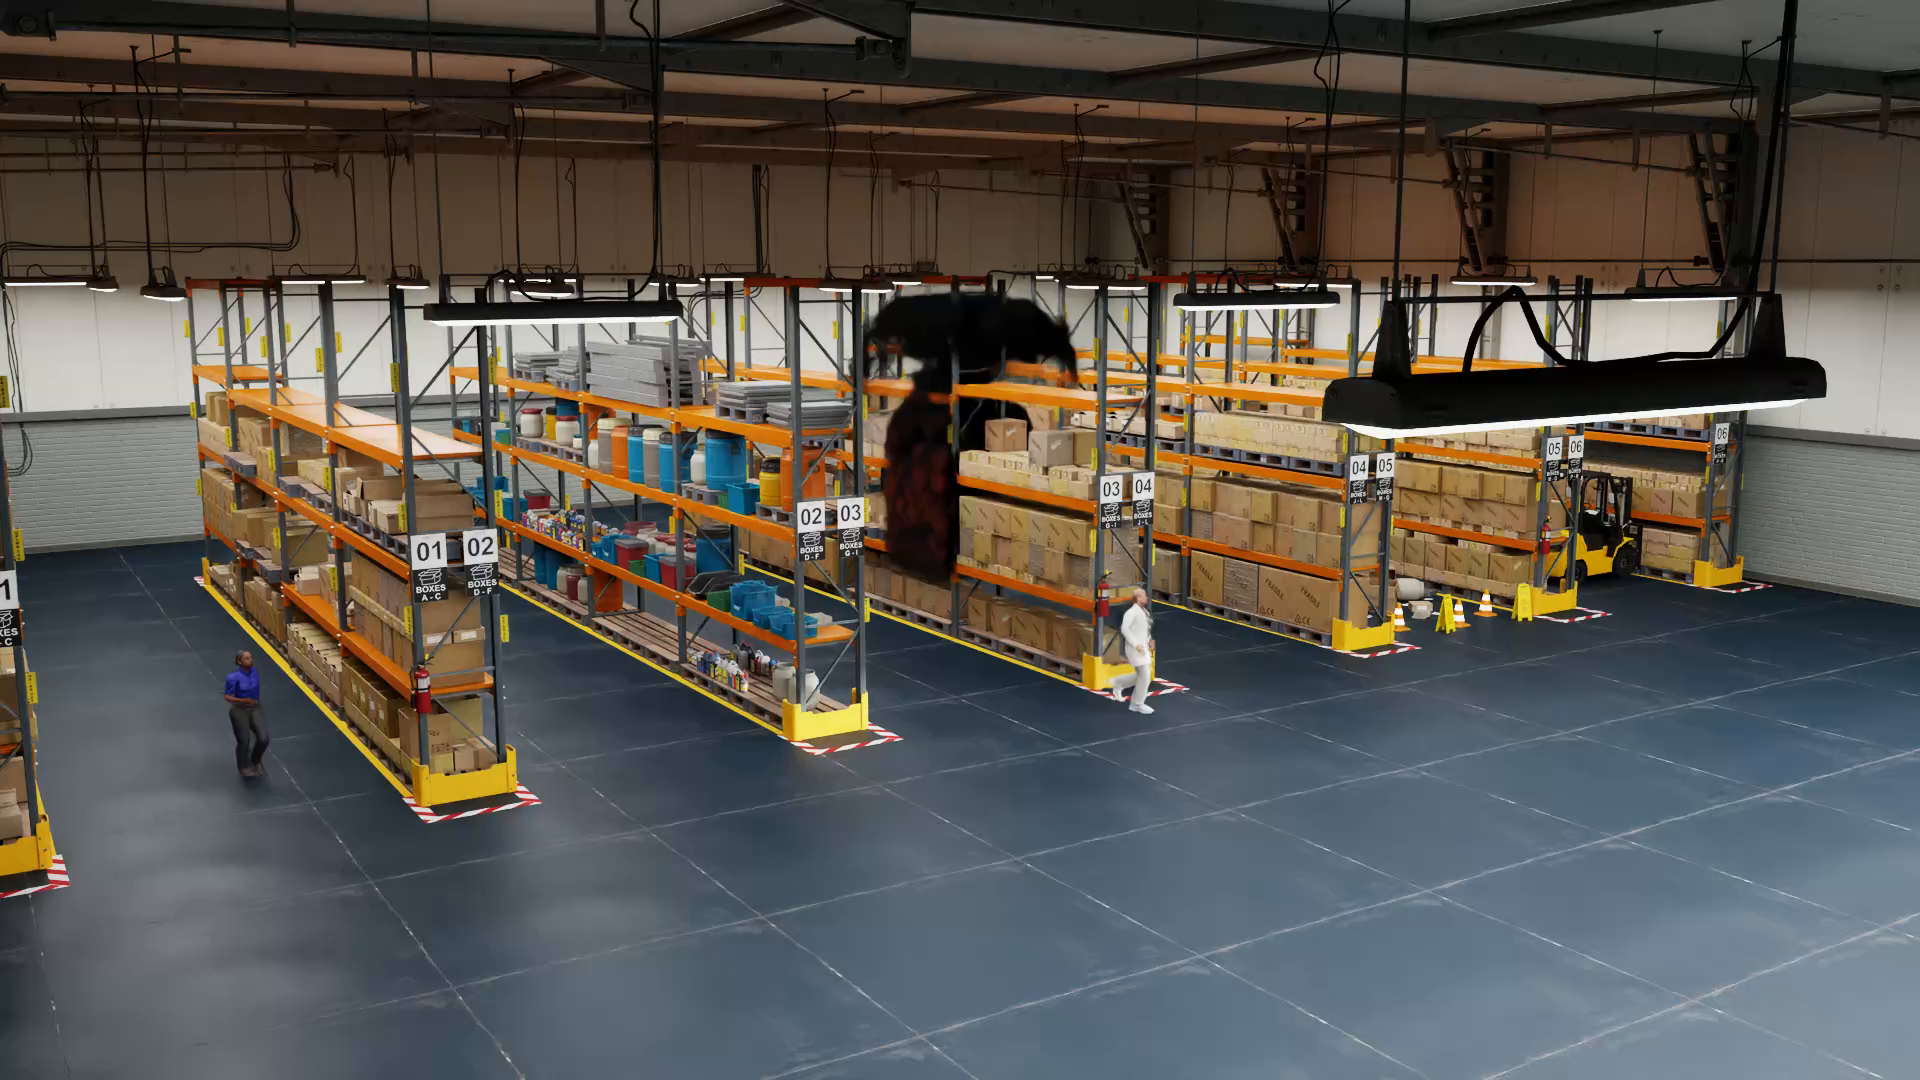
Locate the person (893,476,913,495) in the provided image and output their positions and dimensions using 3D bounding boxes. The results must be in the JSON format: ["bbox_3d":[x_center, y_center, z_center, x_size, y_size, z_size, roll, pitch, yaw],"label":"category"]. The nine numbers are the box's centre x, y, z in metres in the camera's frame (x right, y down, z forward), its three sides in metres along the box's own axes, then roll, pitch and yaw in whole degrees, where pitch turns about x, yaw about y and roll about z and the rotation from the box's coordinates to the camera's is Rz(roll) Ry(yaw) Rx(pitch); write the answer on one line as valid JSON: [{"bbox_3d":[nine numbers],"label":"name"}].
[{"bbox_3d":[-1.225,-0.592,36.632,0.582,1.655,0.555,-6,11,-30],"label":"person"}]

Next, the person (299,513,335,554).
[{"bbox_3d":[-13.208,-0.228,34.202,0.936,1.728,0.705,2,10,14],"label":"person"}]

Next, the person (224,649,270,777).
[{"bbox_3d":[-8.712,2.146,20.360,0.642,1.642,0.552,7,12,35],"label":"person"}]

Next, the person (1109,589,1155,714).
[{"bbox_3d":[2.485,1.550,23.677,0.712,1.726,0.755,4,10,22],"label":"person"}]
